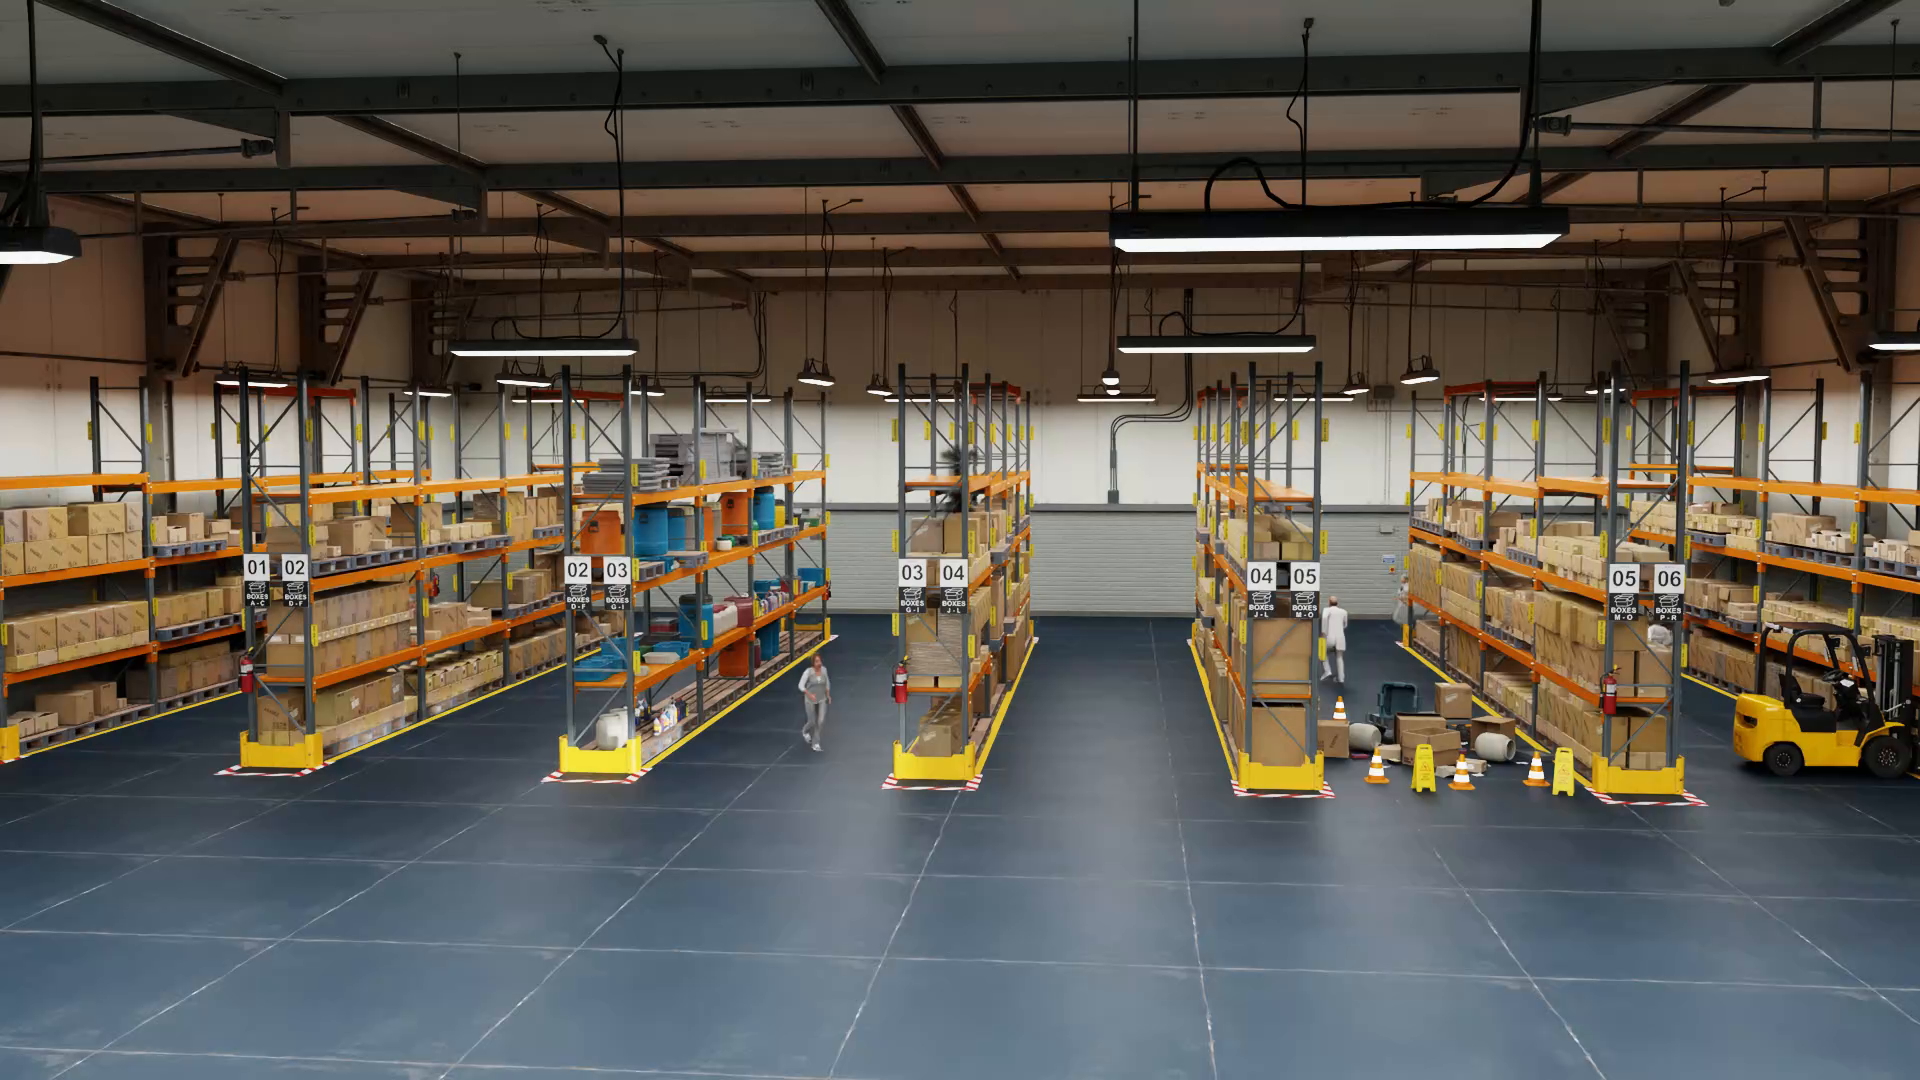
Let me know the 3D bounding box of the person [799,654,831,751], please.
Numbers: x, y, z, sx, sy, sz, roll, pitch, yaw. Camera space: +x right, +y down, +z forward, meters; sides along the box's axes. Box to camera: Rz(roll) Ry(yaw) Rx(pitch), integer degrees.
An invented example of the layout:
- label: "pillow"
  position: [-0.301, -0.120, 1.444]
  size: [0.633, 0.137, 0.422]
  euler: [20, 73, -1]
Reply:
- label: "person"
  position: [-2.313, 2.553, 26.320]
  size: [0.539, 1.548, 0.685]
  euler: [-2, 4, -22]

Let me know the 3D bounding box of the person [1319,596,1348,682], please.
- label: "person"
  position: [7.500, 1.998, 33.315]
  size: [0.625, 1.720, 1.012]
  euler: [0, 4, -2]

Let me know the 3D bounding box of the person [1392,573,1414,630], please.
- label: "person"
  position: [10.738, 1.601, 40.226]
  size: [0.584, 1.621, 0.605]
  euler: [0, 4, 8]

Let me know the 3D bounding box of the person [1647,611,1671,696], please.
- label: "person"
  position: [13.020, 2.159, 31.126]
  size: [0.607, 1.665, 0.870]
  euler: [0, 4, -3]

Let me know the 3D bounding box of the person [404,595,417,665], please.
- label: "person"
  position: [-11.325, 1.969, 34.226]
  size: [0.632, 1.679, 0.631]
  euler: [0, 4, 6]
